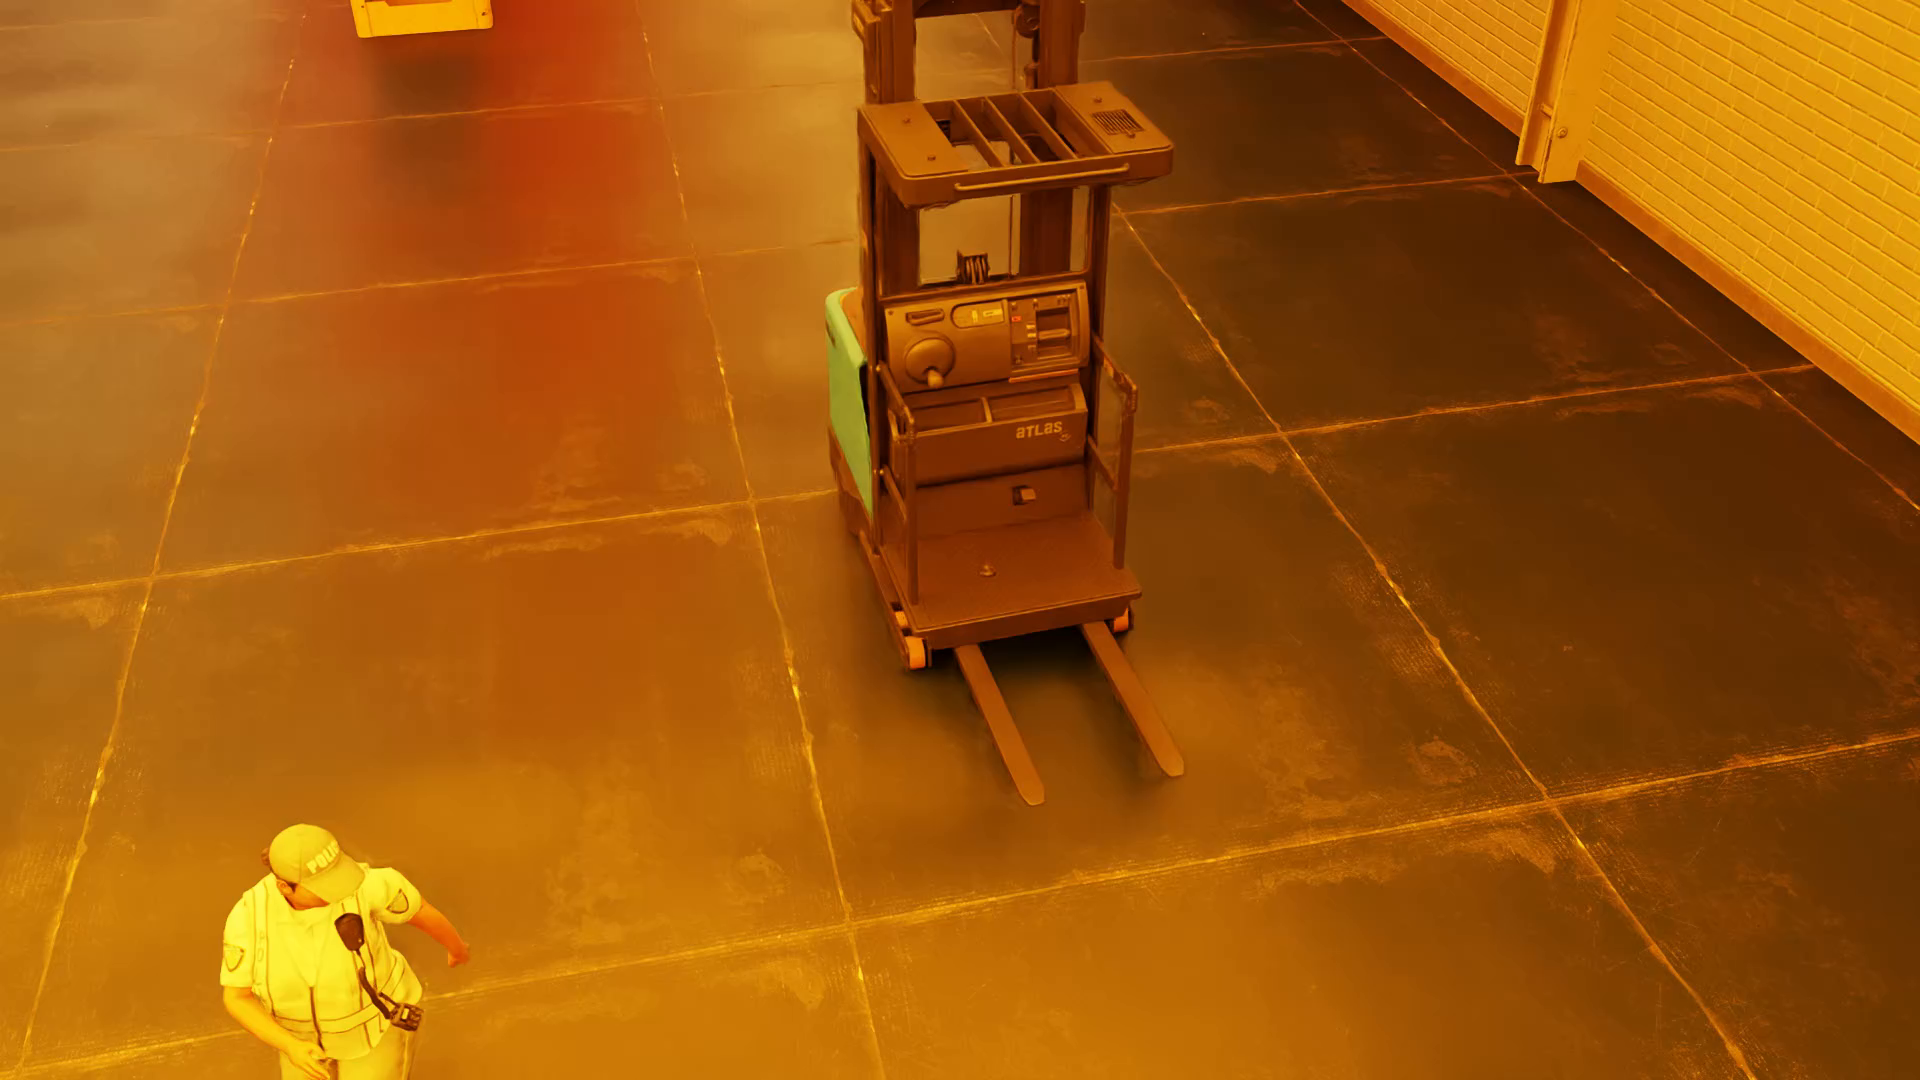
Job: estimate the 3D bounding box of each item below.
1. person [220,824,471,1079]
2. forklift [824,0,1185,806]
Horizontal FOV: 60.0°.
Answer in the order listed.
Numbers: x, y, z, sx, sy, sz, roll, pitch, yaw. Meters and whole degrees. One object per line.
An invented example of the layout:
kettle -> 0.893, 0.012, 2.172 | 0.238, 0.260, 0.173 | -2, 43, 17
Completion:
person -> -1.896, 1.482, 5.158 | 0.553, 1.589, 0.734 | 4, 36, 5
forklift -> 0.188, -0.843, 7.222 | 1.130, 2.935, 3.031 | -9, 37, -13
